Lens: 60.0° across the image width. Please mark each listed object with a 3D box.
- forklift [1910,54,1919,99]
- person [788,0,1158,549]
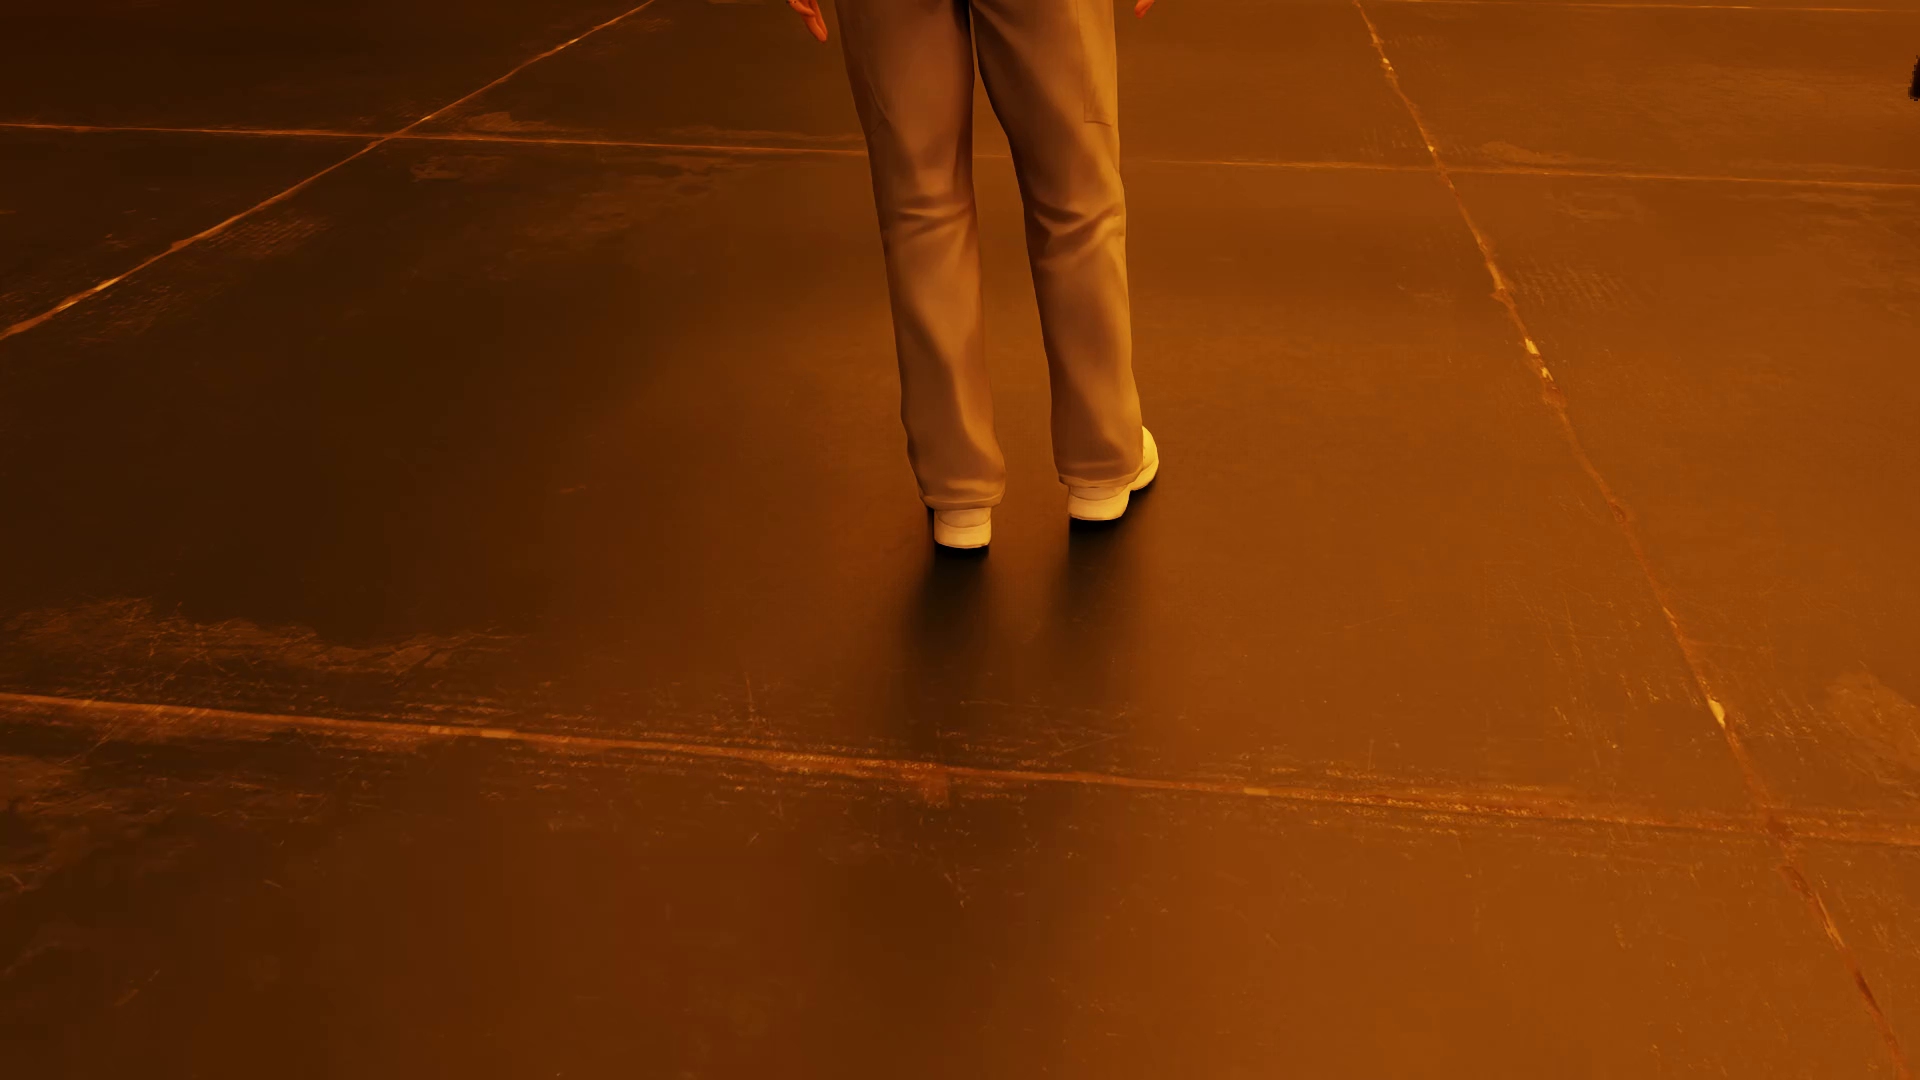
[{"bbox_3d":[4.349,-2.824,4.878,3.031,2.935,1.130,-19,32,-34],"label":"forklift"},{"bbox_3d":[0.024,-0.792,2.194,0.549,1.673,0.532,3,27,7],"label":"person"}]
